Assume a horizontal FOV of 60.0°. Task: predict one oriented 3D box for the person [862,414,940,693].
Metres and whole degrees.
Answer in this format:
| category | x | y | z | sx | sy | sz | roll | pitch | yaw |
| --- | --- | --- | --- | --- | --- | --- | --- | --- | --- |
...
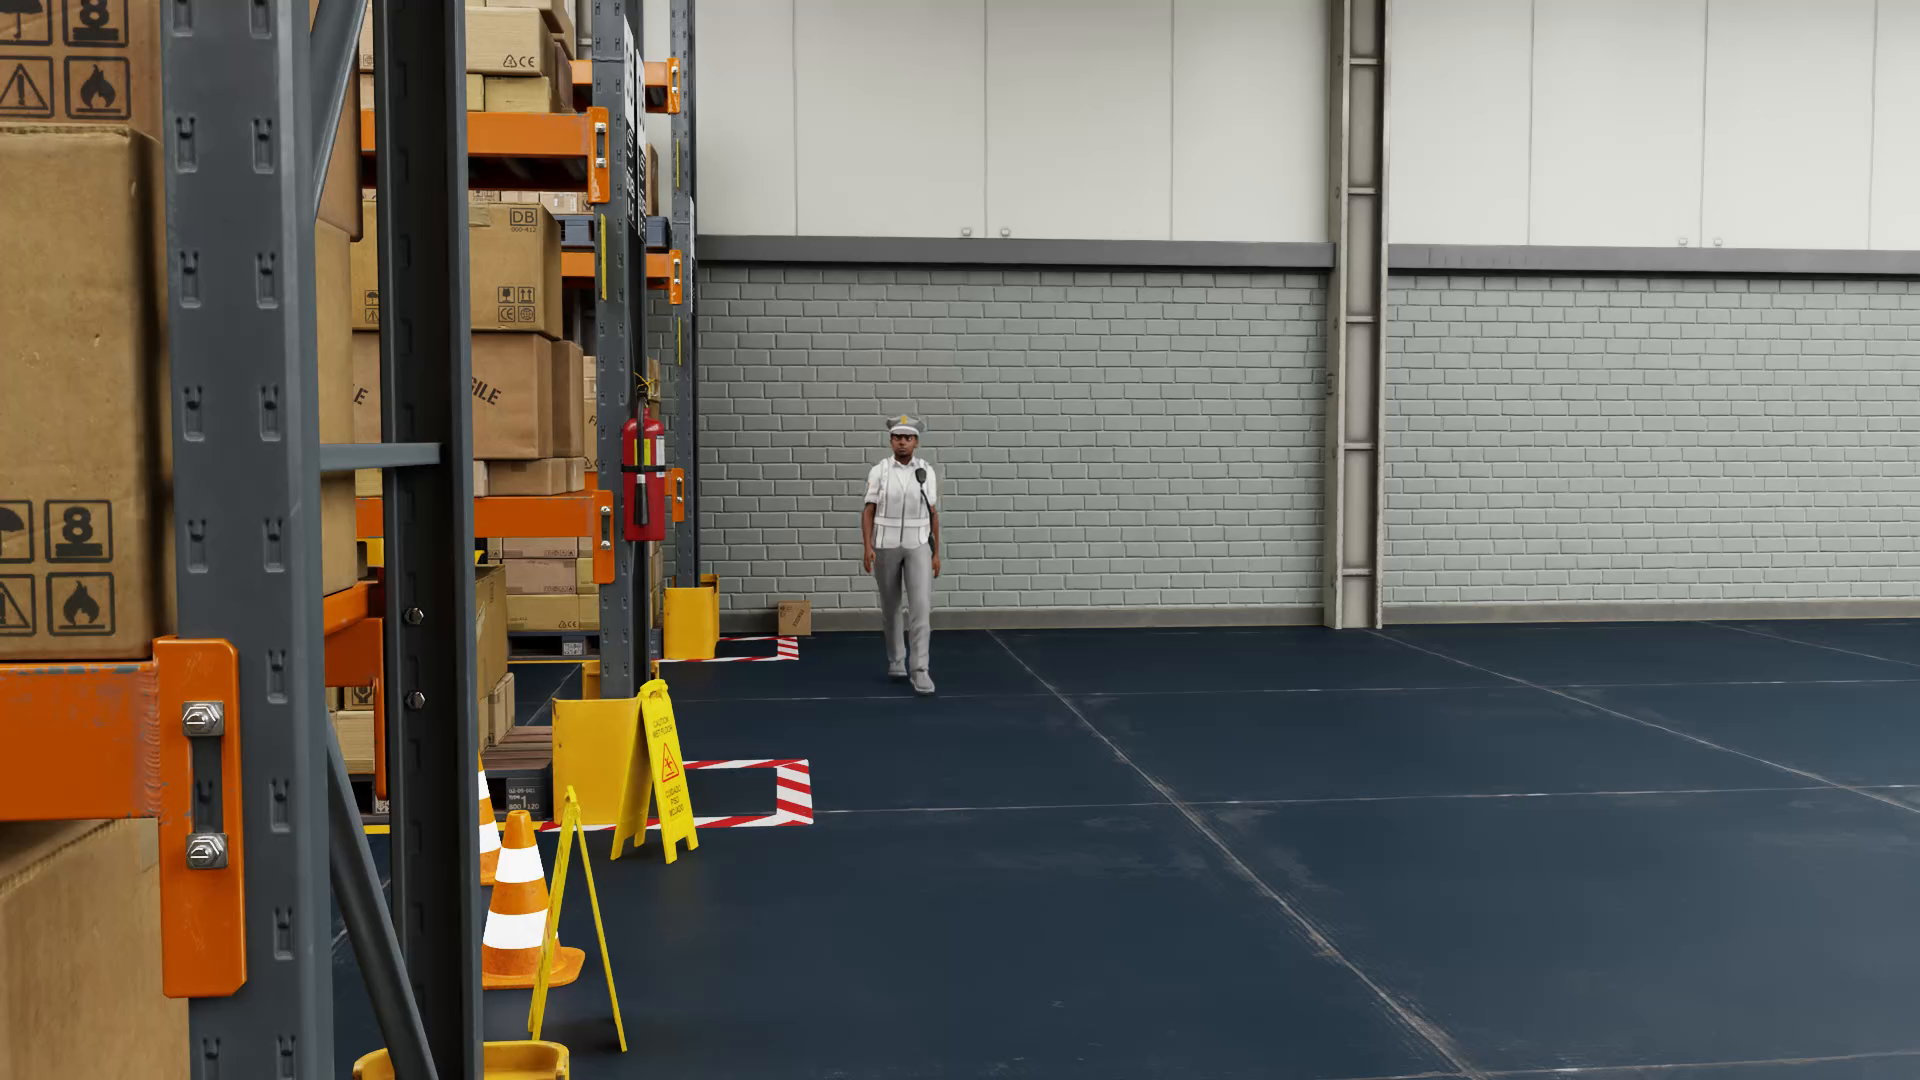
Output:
| category | x | y | z | sx | sy | sz | roll | pitch | yaw |
| --- | --- | --- | --- | --- | --- | --- | --- | --- | --- |
| person | -0.358 | 0.062 | 10.184 | 0.483 | 1.640 | 0.911 | 0 | 3 | -2 |
